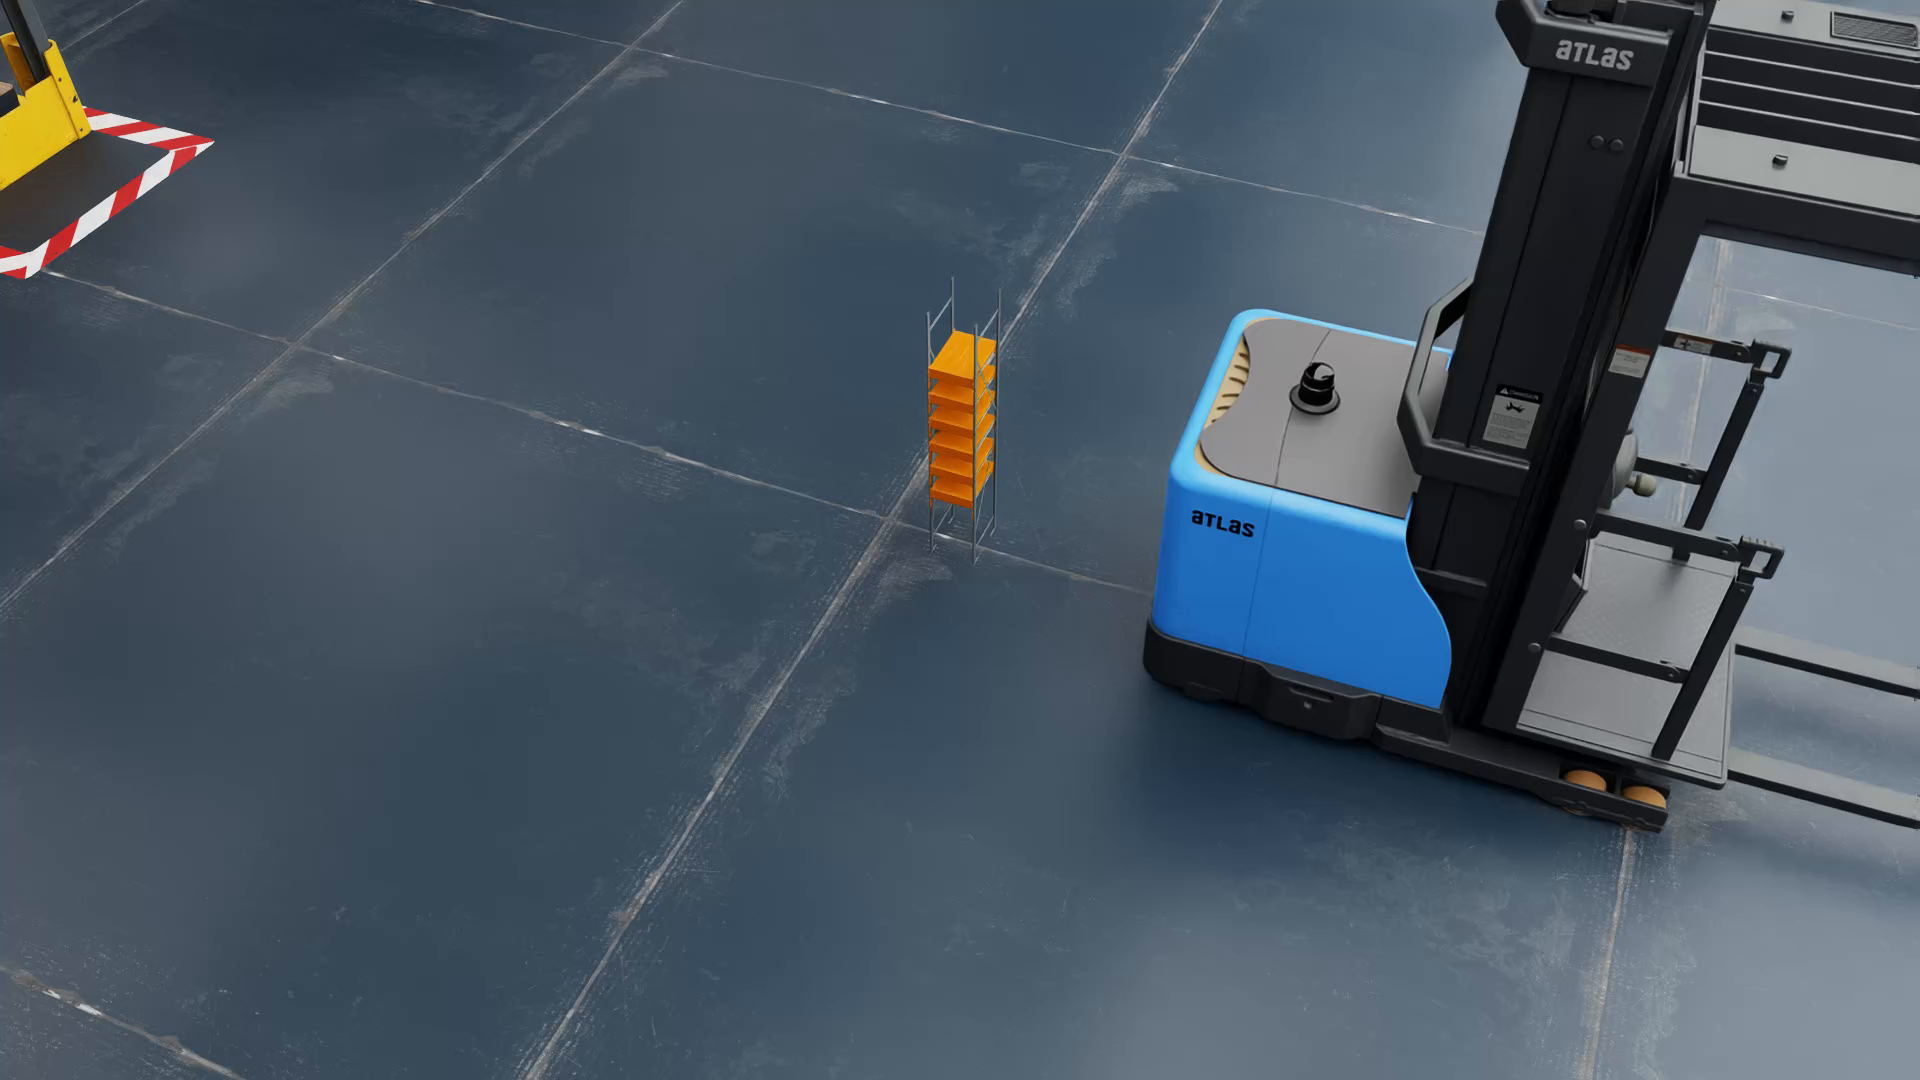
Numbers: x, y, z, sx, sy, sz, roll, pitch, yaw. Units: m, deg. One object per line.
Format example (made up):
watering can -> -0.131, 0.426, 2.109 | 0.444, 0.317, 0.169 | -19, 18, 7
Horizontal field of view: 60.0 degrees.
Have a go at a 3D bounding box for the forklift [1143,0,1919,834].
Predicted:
forklift -> 2.252, -0.460, 5.134 | 3.031, 2.935, 1.130 | 15, 47, 14

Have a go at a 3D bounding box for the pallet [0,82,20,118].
pallet -> -5.798, -2.194, 8.806 | 1.213, 0.211, 1.003 | 16, 47, 16

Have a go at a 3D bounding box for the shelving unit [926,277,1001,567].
shelving unit -> 0.013, -0.421, 6.323 | 0.189, 1.200, 0.258 | 16, 47, 16

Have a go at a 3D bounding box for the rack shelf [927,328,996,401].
rack shelf -> 0.013, -0.645, 6.100 | 0.180, 0.103, 0.258 | 16, 47, 16

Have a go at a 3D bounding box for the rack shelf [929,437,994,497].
rack shelf -> 0.013, -0.305, 6.439 | 0.180, 0.103, 0.258 | 16, 47, 16

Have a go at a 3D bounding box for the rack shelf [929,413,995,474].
rack shelf -> 0.013, -0.390, 6.354 | 0.180, 0.103, 0.258 | 16, 47, 16

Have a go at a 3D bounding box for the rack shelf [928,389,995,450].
rack shelf -> 0.013, -0.475, 6.270 | 0.180, 0.103, 0.258 | 16, 47, 16

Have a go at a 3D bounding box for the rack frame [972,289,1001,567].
rack frame -> 0.098, -0.397, 6.298 | 0.006, 1.200, 0.240 | 16, 47, 16

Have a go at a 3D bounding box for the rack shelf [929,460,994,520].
rack shelf -> 0.013, -0.220, 6.523 | 0.180, 0.103, 0.258 | 16, 47, 16

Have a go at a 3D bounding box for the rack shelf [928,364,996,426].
rack shelf -> 0.013, -0.560, 6.185 | 0.180, 0.103, 0.258 | 16, 47, 16

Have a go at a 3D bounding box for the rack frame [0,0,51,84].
rack frame -> -4.962, -2.968, 7.607 | 0.127, 3.000, 1.000 | 16, 47, 16

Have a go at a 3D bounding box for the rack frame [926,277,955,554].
rack frame -> -0.071, -0.446, 6.348 | 0.006, 1.200, 0.240 | 16, 47, 16

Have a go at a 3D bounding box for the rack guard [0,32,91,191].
rack guard -> -5.051, -2.072, 8.478 | 0.348, 0.500, 1.175 | 16, 47, 16
